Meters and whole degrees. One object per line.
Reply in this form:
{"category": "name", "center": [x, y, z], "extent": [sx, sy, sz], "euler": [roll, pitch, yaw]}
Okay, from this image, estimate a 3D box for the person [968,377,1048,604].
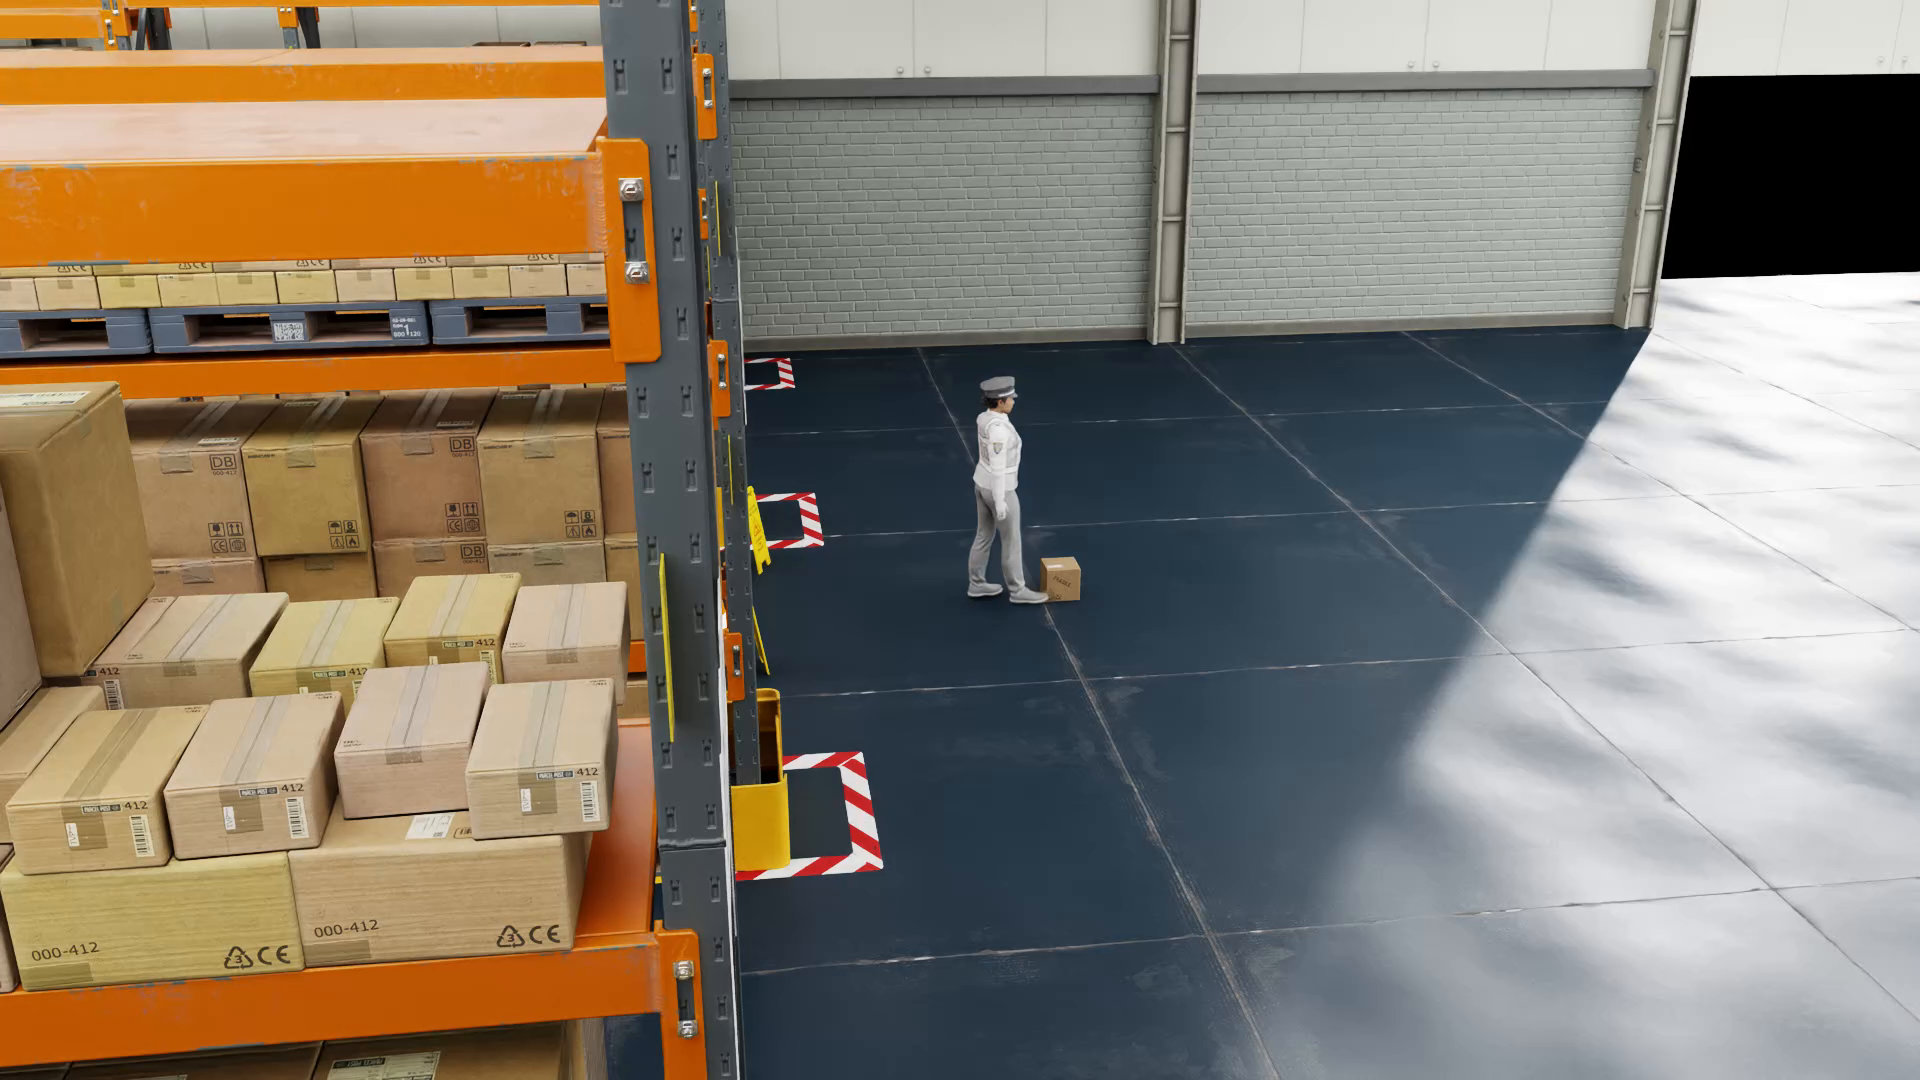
{"category": "person", "center": [0.332, -0.370, 12.043], "extent": [0.546, 1.666, 0.510], "euler": [-6, 21, -17]}
